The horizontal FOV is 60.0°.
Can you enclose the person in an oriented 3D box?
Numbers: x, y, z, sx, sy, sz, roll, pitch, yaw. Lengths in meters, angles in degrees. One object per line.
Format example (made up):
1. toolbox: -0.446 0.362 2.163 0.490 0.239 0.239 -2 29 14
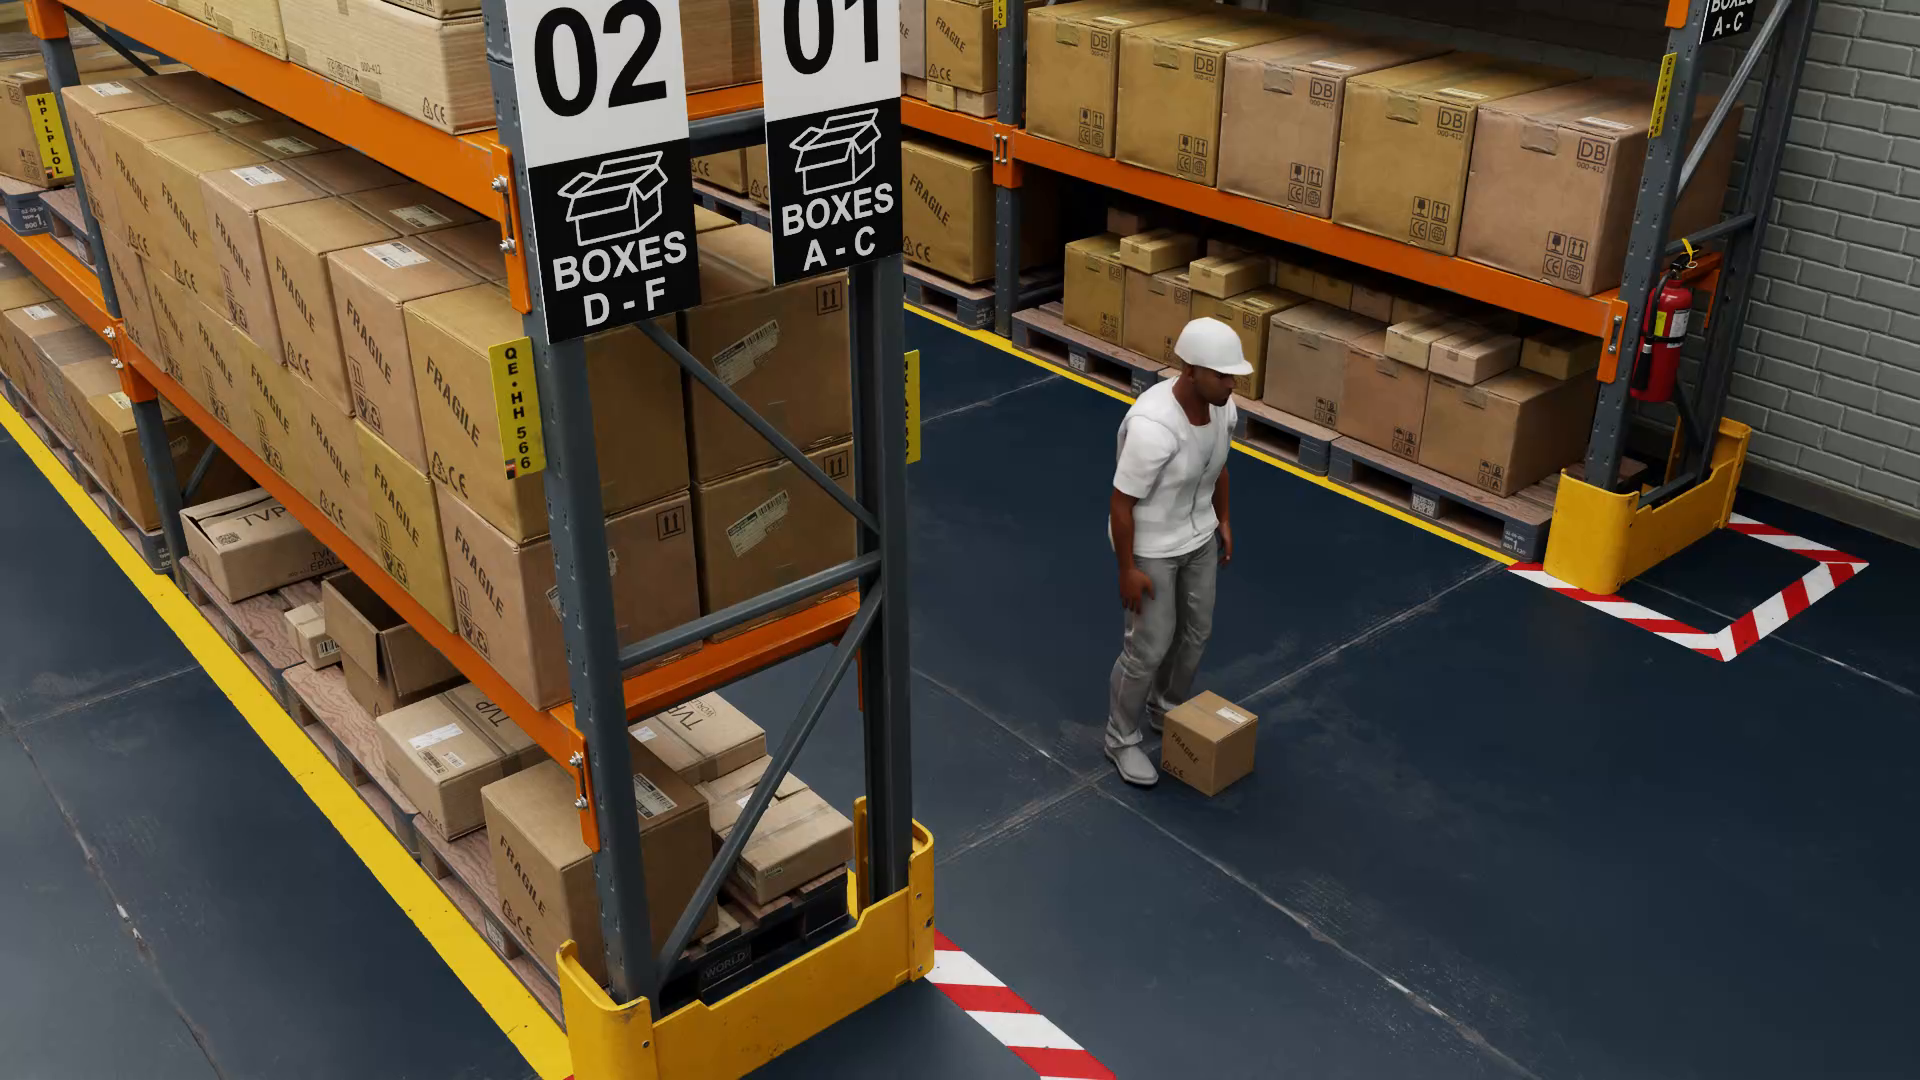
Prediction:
1. person: 0.790 0.020 6.067 0.633 1.759 0.462 -24 36 -38
